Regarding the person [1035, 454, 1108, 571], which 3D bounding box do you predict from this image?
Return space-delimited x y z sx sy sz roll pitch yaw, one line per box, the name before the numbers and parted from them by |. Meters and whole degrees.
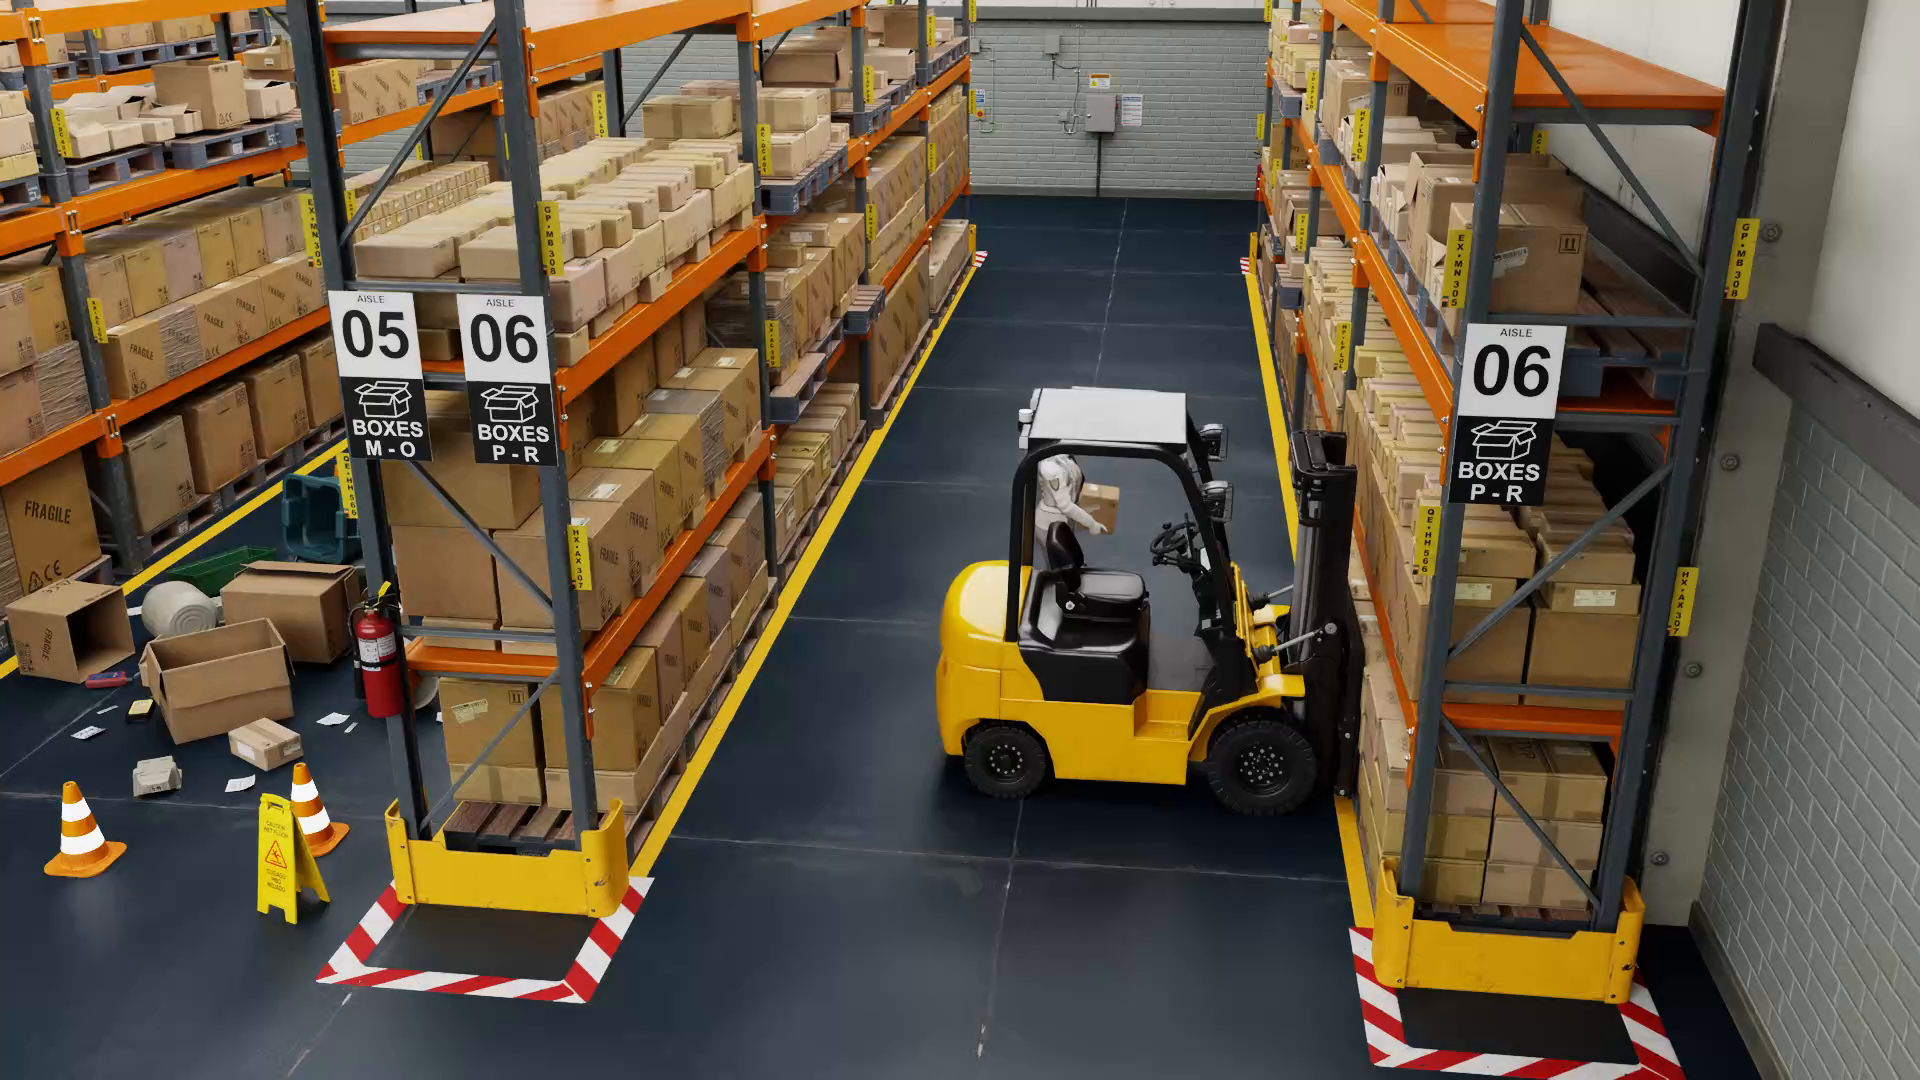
person | 0.737 -0.072 11.238 0.532 1.690 0.459 3 21 7
